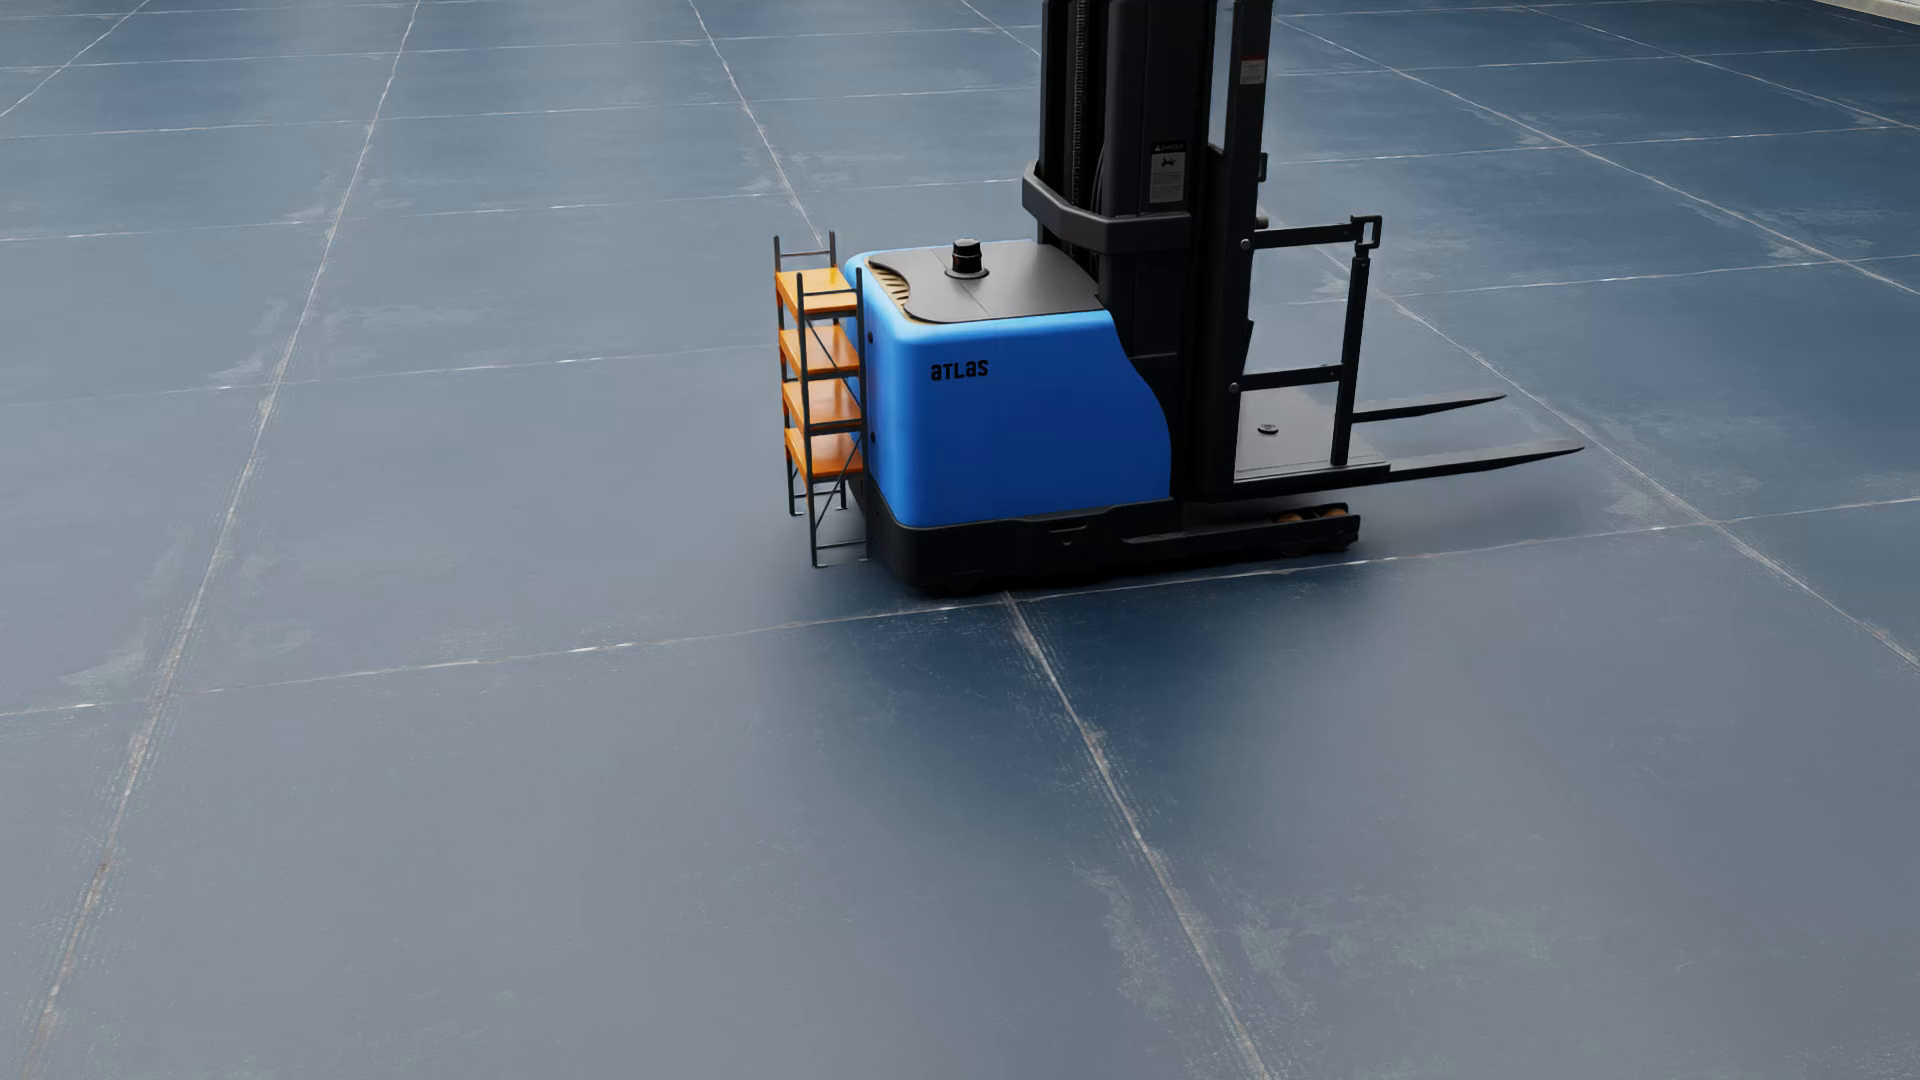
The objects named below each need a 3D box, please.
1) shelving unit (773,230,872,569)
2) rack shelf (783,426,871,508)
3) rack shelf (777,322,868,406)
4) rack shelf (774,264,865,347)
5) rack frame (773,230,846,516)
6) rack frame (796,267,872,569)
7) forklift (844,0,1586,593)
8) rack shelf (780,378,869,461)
[{"bbox_3d":[-0.535,-0.547,6.499,0.258,1.200,0.503,-7,28,-14],"label":"shelving unit"},{"bbox_3d":[-0.533,-0.309,6.619,0.258,0.148,0.480,-7,28,-14],"label":"rack shelf"},{"bbox_3d":[-0.536,-0.686,6.428,0.258,0.148,0.480,-7,28,-14],"label":"rack shelf"},{"bbox_3d":[-0.537,-0.897,6.321,0.258,0.148,0.480,-7,28,-14],"label":"rack shelf"},{"bbox_3d":[-0.600,-0.652,6.709,0.240,1.200,0.015,-7,28,-14],"label":"rack frame"},{"bbox_3d":[-0.470,-0.441,6.289,0.240,1.200,0.015,-7,28,-14],"label":"rack frame"},{"bbox_3d":[1.102,-1.466,6.402,3.031,2.935,1.130,-7,28,-14],"label":"forklift"},{"bbox_3d":[-0.534,-0.486,6.529,0.258,0.148,0.480,-7,28,-14],"label":"rack shelf"}]
